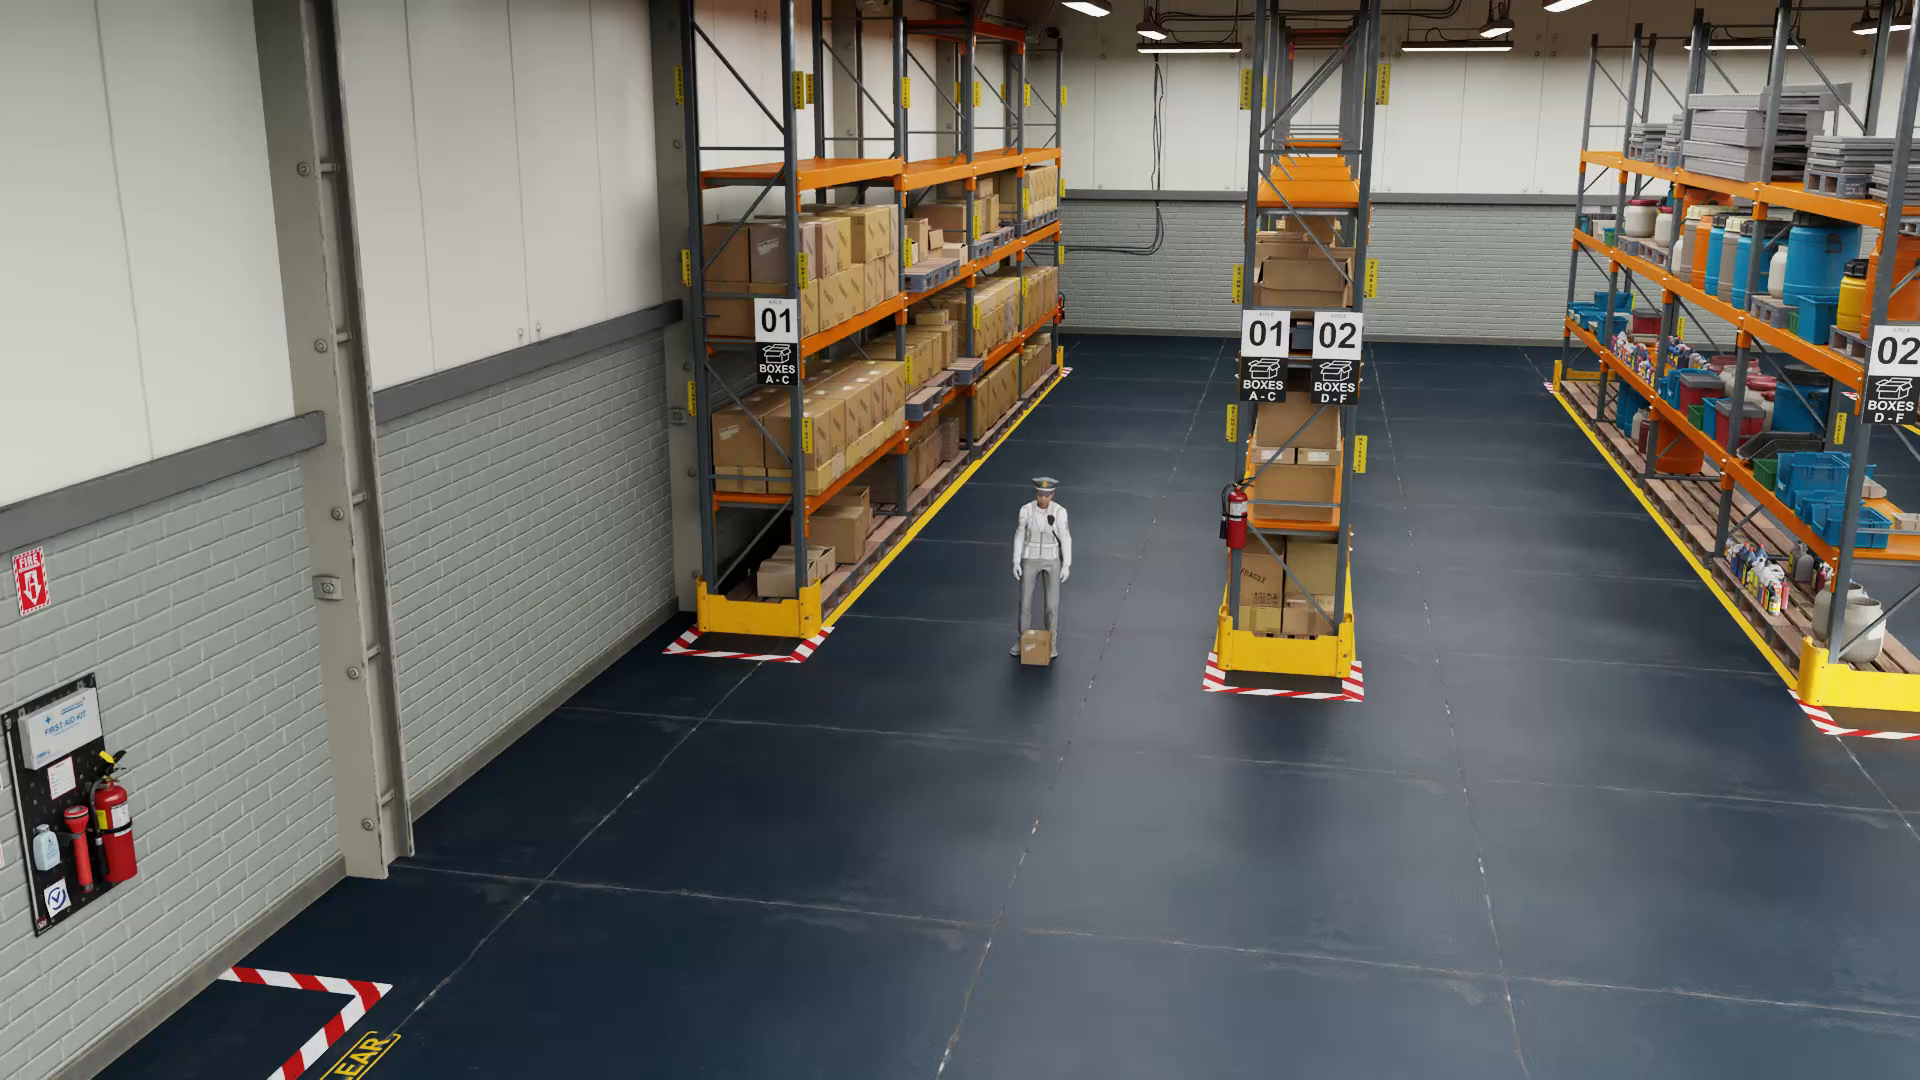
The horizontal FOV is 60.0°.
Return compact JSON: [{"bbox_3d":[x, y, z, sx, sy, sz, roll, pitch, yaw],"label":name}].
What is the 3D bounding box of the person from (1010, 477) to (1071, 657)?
[{"bbox_3d":[0.741,0.231,15.134,0.543,1.662,0.376,2,15,8],"label":"person"}]
